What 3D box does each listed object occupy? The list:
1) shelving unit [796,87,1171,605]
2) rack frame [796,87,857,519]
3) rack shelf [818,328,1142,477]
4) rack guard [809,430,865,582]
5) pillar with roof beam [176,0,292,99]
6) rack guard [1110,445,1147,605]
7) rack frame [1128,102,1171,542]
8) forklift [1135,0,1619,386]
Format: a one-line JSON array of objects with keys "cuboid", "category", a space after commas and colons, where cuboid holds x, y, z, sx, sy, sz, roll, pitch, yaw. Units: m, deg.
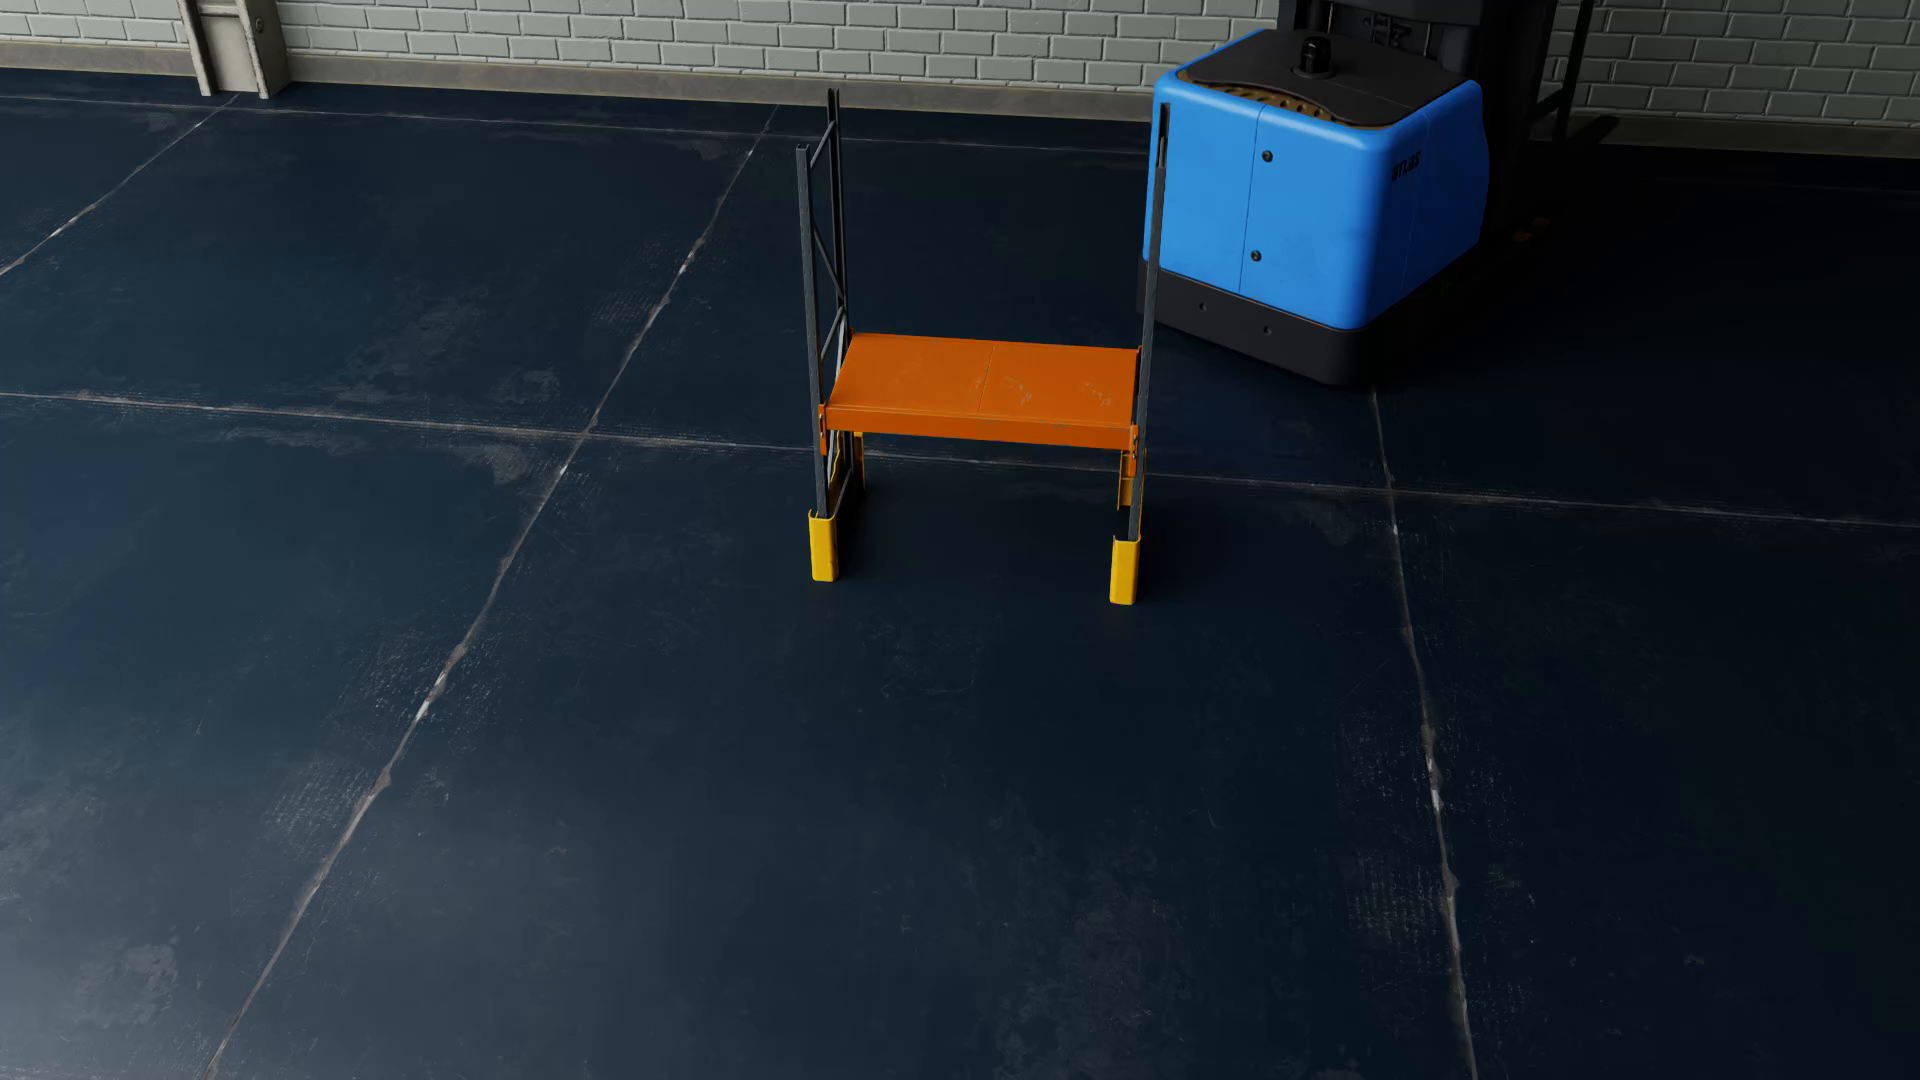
[{"cuboid": [0.076, -0.605, 5.306, 1.083, 1.500, 0.587, 4, 36, 6], "category": "shelving unit"}, {"cuboid": [-0.420, -0.642, 5.358, 0.032, 1.500, 0.500, 4, 36, 6], "category": "rack frame"}, {"cuboid": [0.085, -0.458, 5.410, 1.000, 0.185, 0.538, 4, 36, 6], "category": "rack shelf"}, {"cuboid": [-0.418, -0.133, 5.721, 0.087, 0.250, 0.587, 4, 36, 6], "category": "rack guard"}, {"cuboid": [-4.528, -3.716, 3.210, 0.400, 9.000, 9.100, 4, 36, 6], "category": "pillar with roof beam"}, {"cuboid": [0.570, -0.059, 5.618, 0.087, 0.250, 0.587, 4, 36, 6], "category": "rack guard"}, {"cuboid": [0.589, -0.567, 5.253, 0.032, 1.500, 0.500, 4, 36, 6], "category": "rack frame"}, {"cuboid": [2.071, -2.576, 6.837, 1.130, 2.935, 3.031, 26, 43, 32], "category": "forklift"}]
